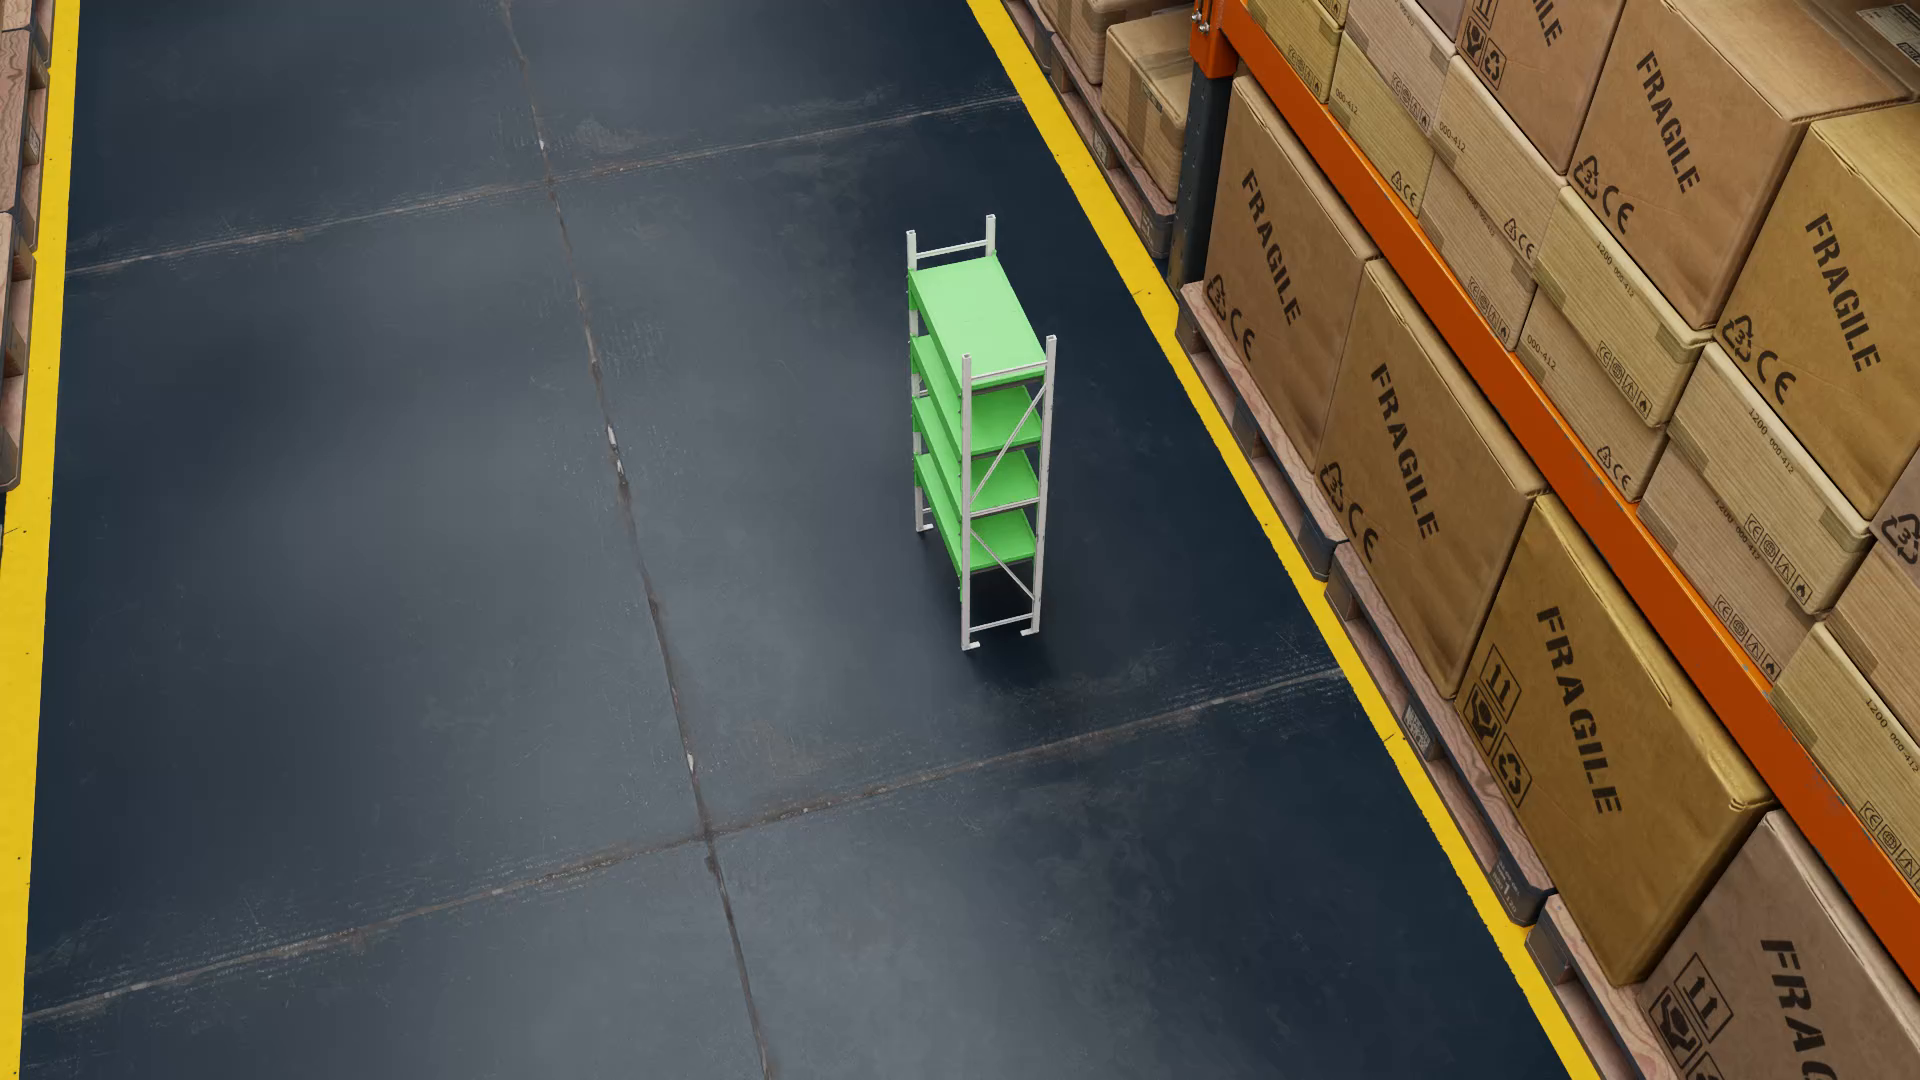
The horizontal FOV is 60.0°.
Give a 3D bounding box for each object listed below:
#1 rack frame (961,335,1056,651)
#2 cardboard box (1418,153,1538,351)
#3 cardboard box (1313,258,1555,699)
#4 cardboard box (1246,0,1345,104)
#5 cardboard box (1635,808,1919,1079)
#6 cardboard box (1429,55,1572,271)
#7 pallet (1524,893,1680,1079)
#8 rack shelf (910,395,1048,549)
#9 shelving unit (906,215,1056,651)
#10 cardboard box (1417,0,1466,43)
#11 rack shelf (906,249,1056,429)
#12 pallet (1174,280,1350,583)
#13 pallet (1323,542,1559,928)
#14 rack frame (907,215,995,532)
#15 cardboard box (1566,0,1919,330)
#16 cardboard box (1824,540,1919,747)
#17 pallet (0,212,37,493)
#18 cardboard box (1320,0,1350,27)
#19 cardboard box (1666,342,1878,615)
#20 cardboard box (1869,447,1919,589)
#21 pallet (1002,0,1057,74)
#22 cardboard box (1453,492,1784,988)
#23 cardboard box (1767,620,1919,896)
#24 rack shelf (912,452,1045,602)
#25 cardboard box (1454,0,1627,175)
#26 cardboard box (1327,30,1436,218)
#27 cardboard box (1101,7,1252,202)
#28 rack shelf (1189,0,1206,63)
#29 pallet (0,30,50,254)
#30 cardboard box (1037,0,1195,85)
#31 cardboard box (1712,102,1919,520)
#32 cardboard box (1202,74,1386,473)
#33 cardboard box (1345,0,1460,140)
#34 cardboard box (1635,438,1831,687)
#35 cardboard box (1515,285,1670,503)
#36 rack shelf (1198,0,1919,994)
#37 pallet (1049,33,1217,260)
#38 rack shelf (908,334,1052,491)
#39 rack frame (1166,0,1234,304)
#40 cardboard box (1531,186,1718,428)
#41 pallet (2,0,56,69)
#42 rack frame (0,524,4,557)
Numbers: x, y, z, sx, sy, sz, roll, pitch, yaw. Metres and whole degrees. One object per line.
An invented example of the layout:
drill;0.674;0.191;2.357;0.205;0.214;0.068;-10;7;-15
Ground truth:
rack frame;0.121;-0.088;4.539;0.240;1.200;0.015;-13;51;-11
cardboard box;1.466;-0.754;4.022;0.500;0.250;0.500;-12;51;-10
cardboard box;1.628;-0.247;4.612;0.875;0.875;0.875;-13;51;-11
cardboard box;1.148;-1.510;4.659;0.500;0.250;0.500;-14;51;-12
cardboard box;2.167;1.064;3.506;0.875;0.875;0.875;-12;51;-10
cardboard box;1.445;-0.915;3.830;0.500;0.250;0.500;-13;51;-11
pallet;2.126;1.301;4.015;1.003;0.211;1.213;-13;51;-11
rack shelf;0.049;-0.225;4.738;0.258;0.148;0.480;-13;51;-11
shelving unit;0.049;-0.266;4.689;0.258;1.200;0.503;-13;51;-11
cardboard box;1.312;-1.551;3.876;0.500;0.500;0.500;-13;51;-11
rack shelf;0.049;-0.534;4.371;0.258;0.148;0.480;-13;51;-11
pallet;1.405;-0.481;5.517;1.003;0.211;1.213;-13;51;-11
pallet;1.762;0.409;4.767;1.003;0.211;1.213;-13;51;-11
rack frame;-0.023;-0.444;4.840;0.240;1.200;0.015;-13;51;-11
cardboard box;1.596;-0.801;3.244;0.500;0.500;0.500;-13;51;-10
cardboard box;1.909;0.206;2.886;0.500;0.250;0.500;-12;51;-10
pallet;-3.703;-0.559;5.583;1.003;0.211;1.213;-13;51;-11
cardboard box;1.157;-1.659;4.458;0.500;0.250;0.500;-14;51;-11
cardboard box;1.750;-0.171;3.203;0.500;0.250;0.500;-12;51;-10
cardboard box;1.894;-0.051;2.612;0.500;0.500;0.500;-12;51;-10
pallet;0.657;-2.534;7.248;1.003;0.211;1.213;-13;51;-11
cardboard box;1.892;0.406;4.061;0.875;0.875;0.875;-12;51;-10
cardboard box;1.903;0.355;3.087;0.500;0.250;0.500;-14;51;-11
rack shelf;0.049;-0.070;4.922;0.258;0.148;0.480;-13;51;-11
cardboard box;1.450;-1.170;3.555;0.500;0.500;0.500;-12;51;-10
cardboard box;1.317;-1.139;4.346;0.500;0.250;0.500;-15;51;-12
cardboard box;1.086;-1.676;6.145;0.950;0.372;0.625;-16;52;-13
rack shelf;0.652;-3.201;6.457;1.077;0.370;4.000;-13;51;-11
pallet;-4.060;-1.448;6.333;1.003;0.211;1.213;-13;51;-11
cardboard box;0.860;-2.213;6.598;0.950;0.372;0.625;-14;51;-12
cardboard box;1.763;-0.426;2.928;0.500;0.500;0.500;-12;51;-10
cardboard box;1.368;-0.900;5.162;0.875;0.875;0.875;-14;51;-11
cardboard box;1.309;-1.281;4.140;0.500;0.250;0.500;-12;51;-10
cardboard box;1.772;-0.018;3.402;0.500;0.250;0.500;-15;51;-12
cardboard box;1.615;-0.395;3.719;0.500;0.250;0.500;-13;51;-11
rack shelf;1.835;-0.280;3.994;1.077;0.370;4.000;-13;51;-11
pallet;1.014;-1.645;6.498;1.003;0.211;1.213;-13;51;-11
rack shelf;0.049;-0.379;4.555;0.258;0.148;0.480;-13;51;-11
rack frame;1.243;-1.972;4.951;1.000;3.000;0.127;-13;51;-11
cardboard box;1.582;-0.541;3.515;0.500;0.250;0.500;-13;51;-10
pallet;-4.425;-2.341;7.085;1.003;0.211;1.213;-13;51;-11
rack frame;-3.497;-0.847;4.002;1.000;3.000;0.127;-13;51;-11
